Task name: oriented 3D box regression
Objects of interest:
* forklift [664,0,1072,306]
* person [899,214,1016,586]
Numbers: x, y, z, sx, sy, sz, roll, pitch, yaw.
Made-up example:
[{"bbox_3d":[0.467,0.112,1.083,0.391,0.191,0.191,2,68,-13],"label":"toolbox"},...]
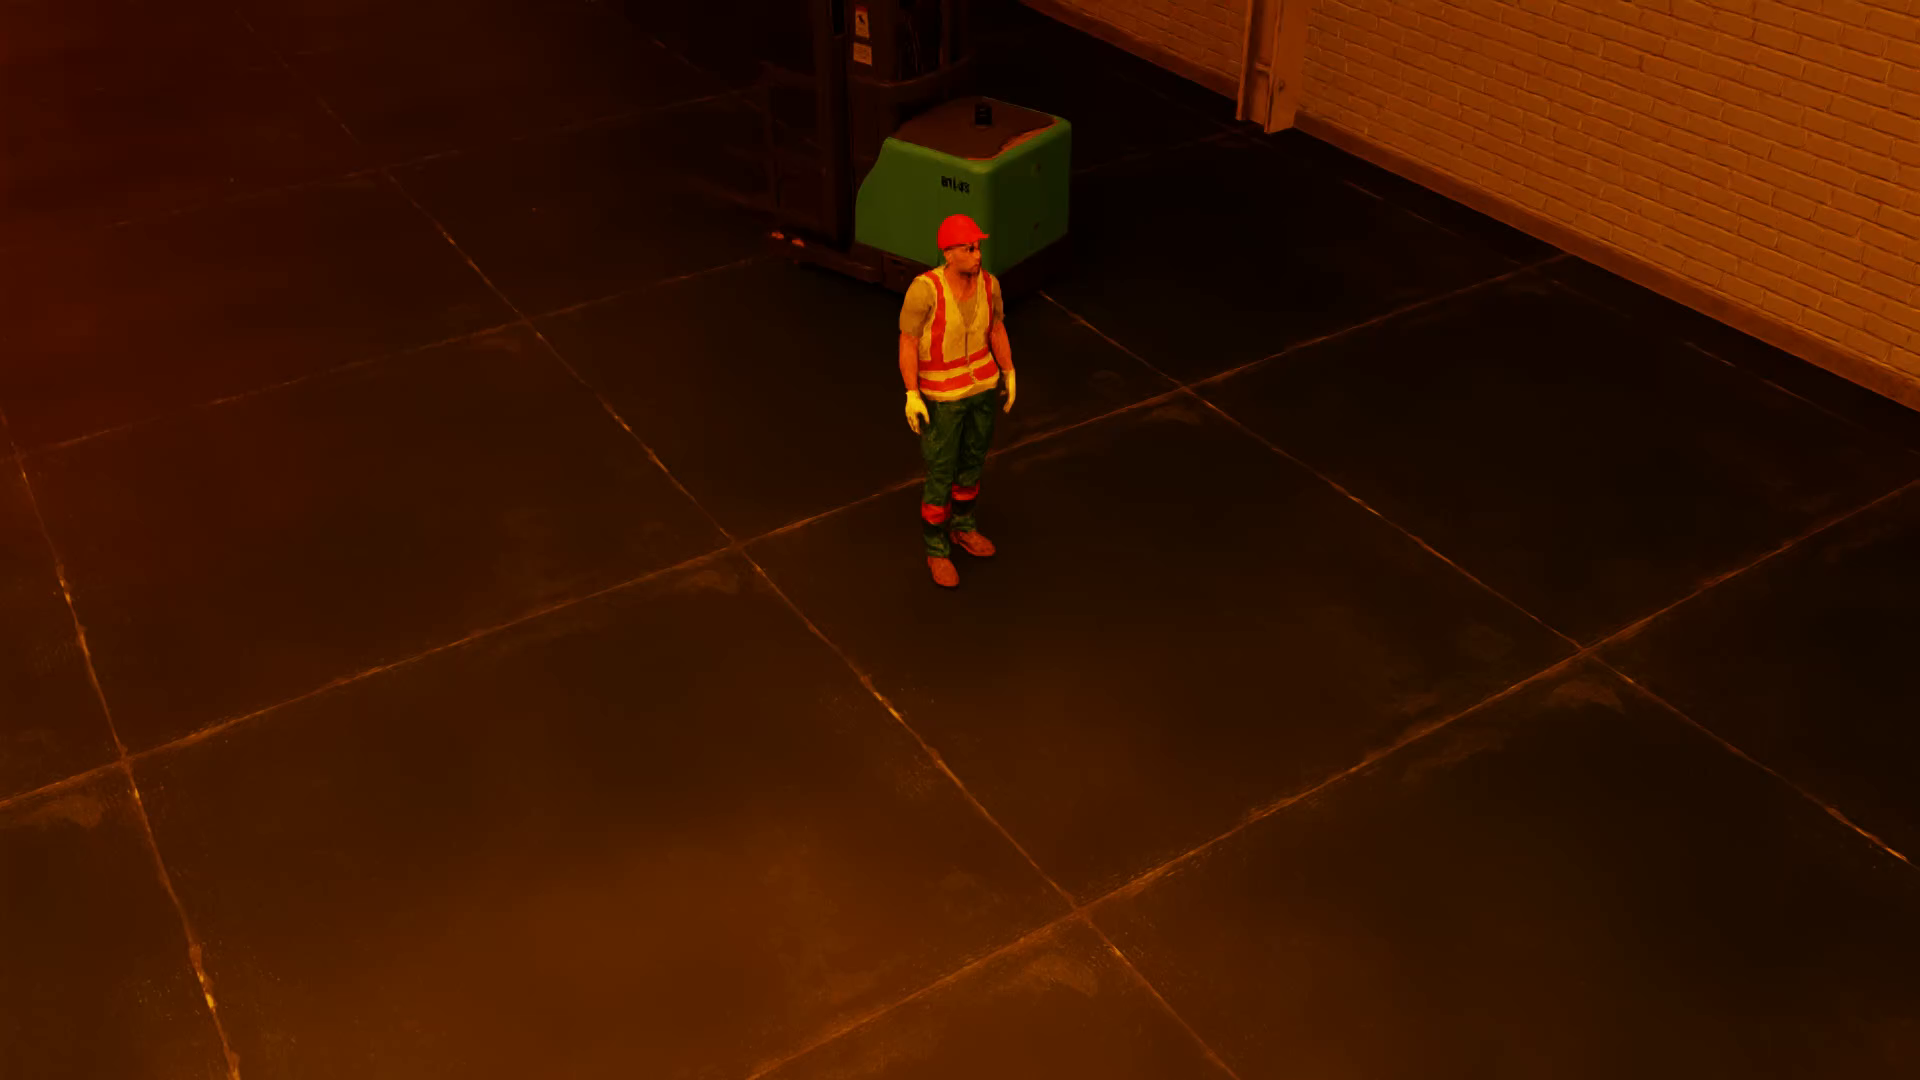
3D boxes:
[{"bbox_3d":[-0.745,-3.311,10.859,3.031,2.935,1.130,23,41,29],"label":"forklift"},{"bbox_3d":[0.034,-0.693,8.120,0.637,1.783,0.563,-21,40,-27],"label":"person"}]
